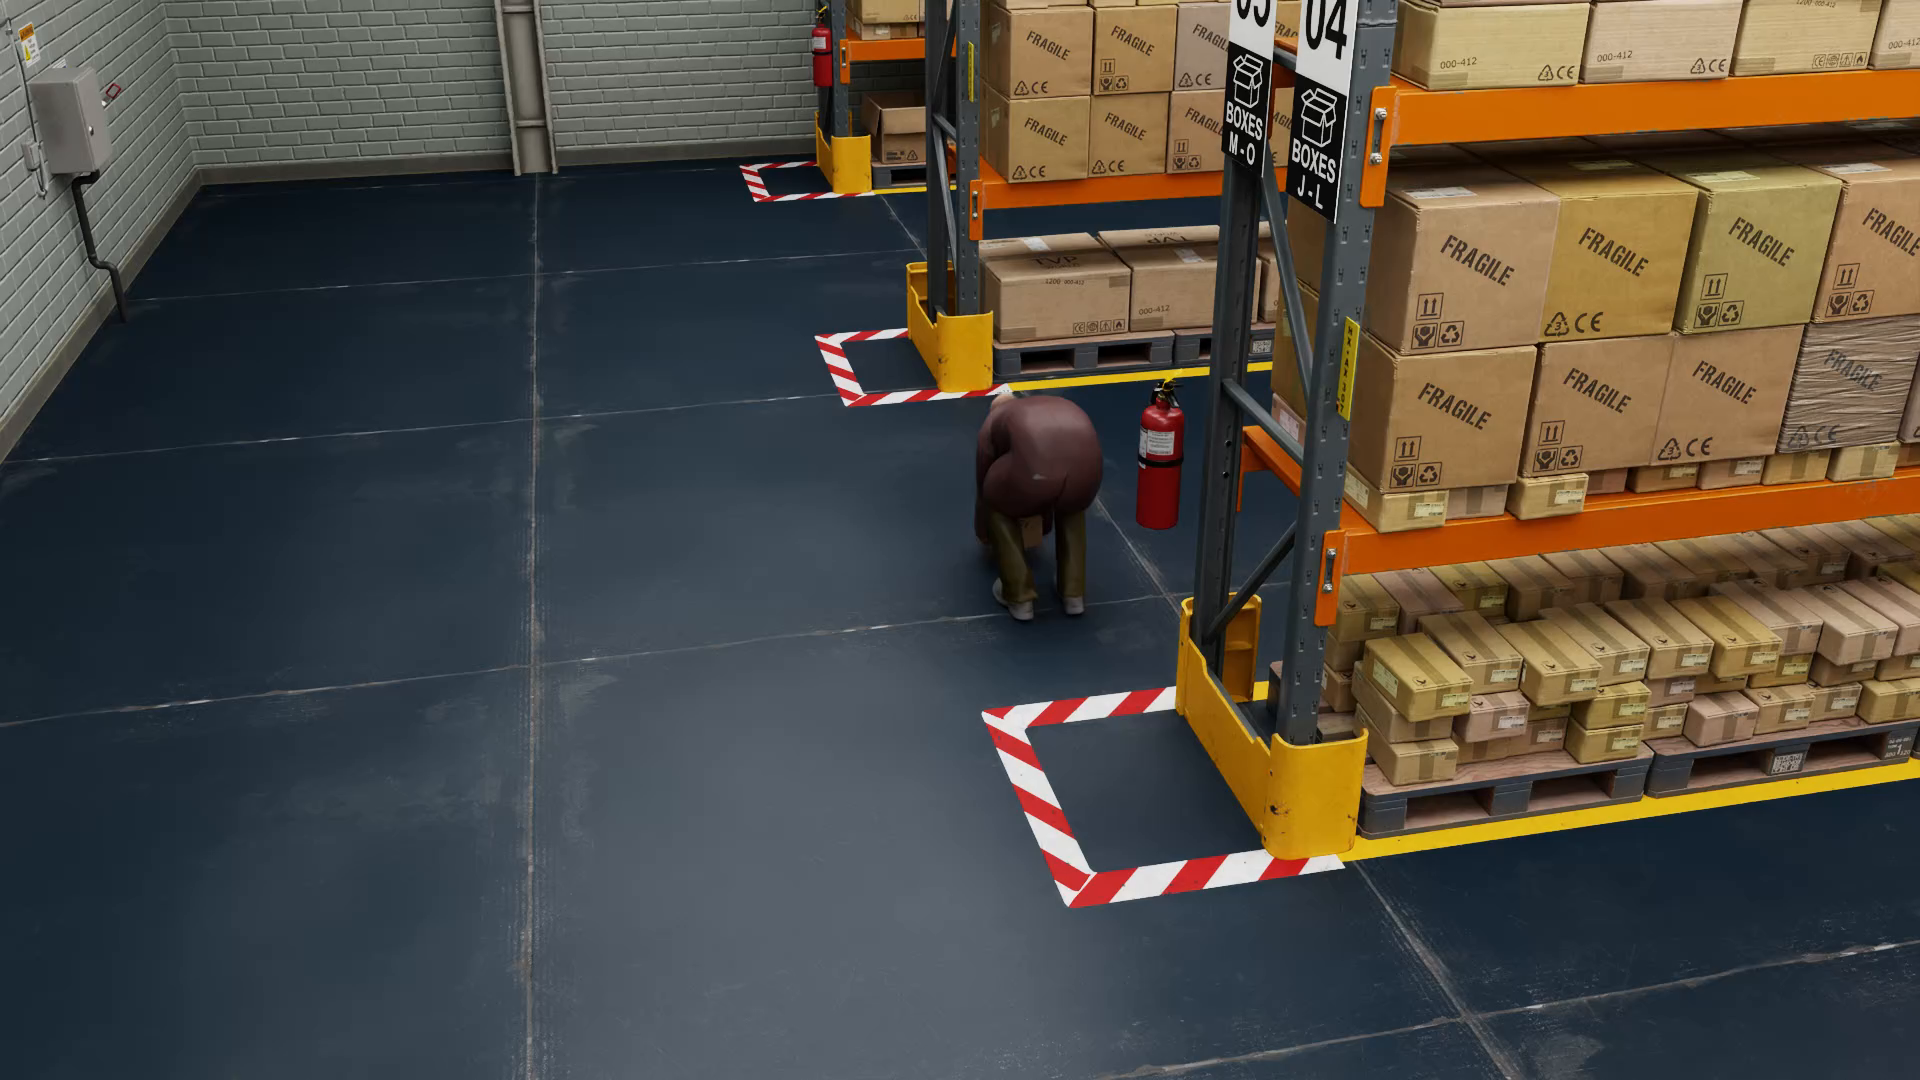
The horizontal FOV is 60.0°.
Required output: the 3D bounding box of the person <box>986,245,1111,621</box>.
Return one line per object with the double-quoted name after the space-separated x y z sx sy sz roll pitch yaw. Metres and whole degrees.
0.377 -0.502 7.634 0.572 1.782 0.479 -6 27 -12 "person"
